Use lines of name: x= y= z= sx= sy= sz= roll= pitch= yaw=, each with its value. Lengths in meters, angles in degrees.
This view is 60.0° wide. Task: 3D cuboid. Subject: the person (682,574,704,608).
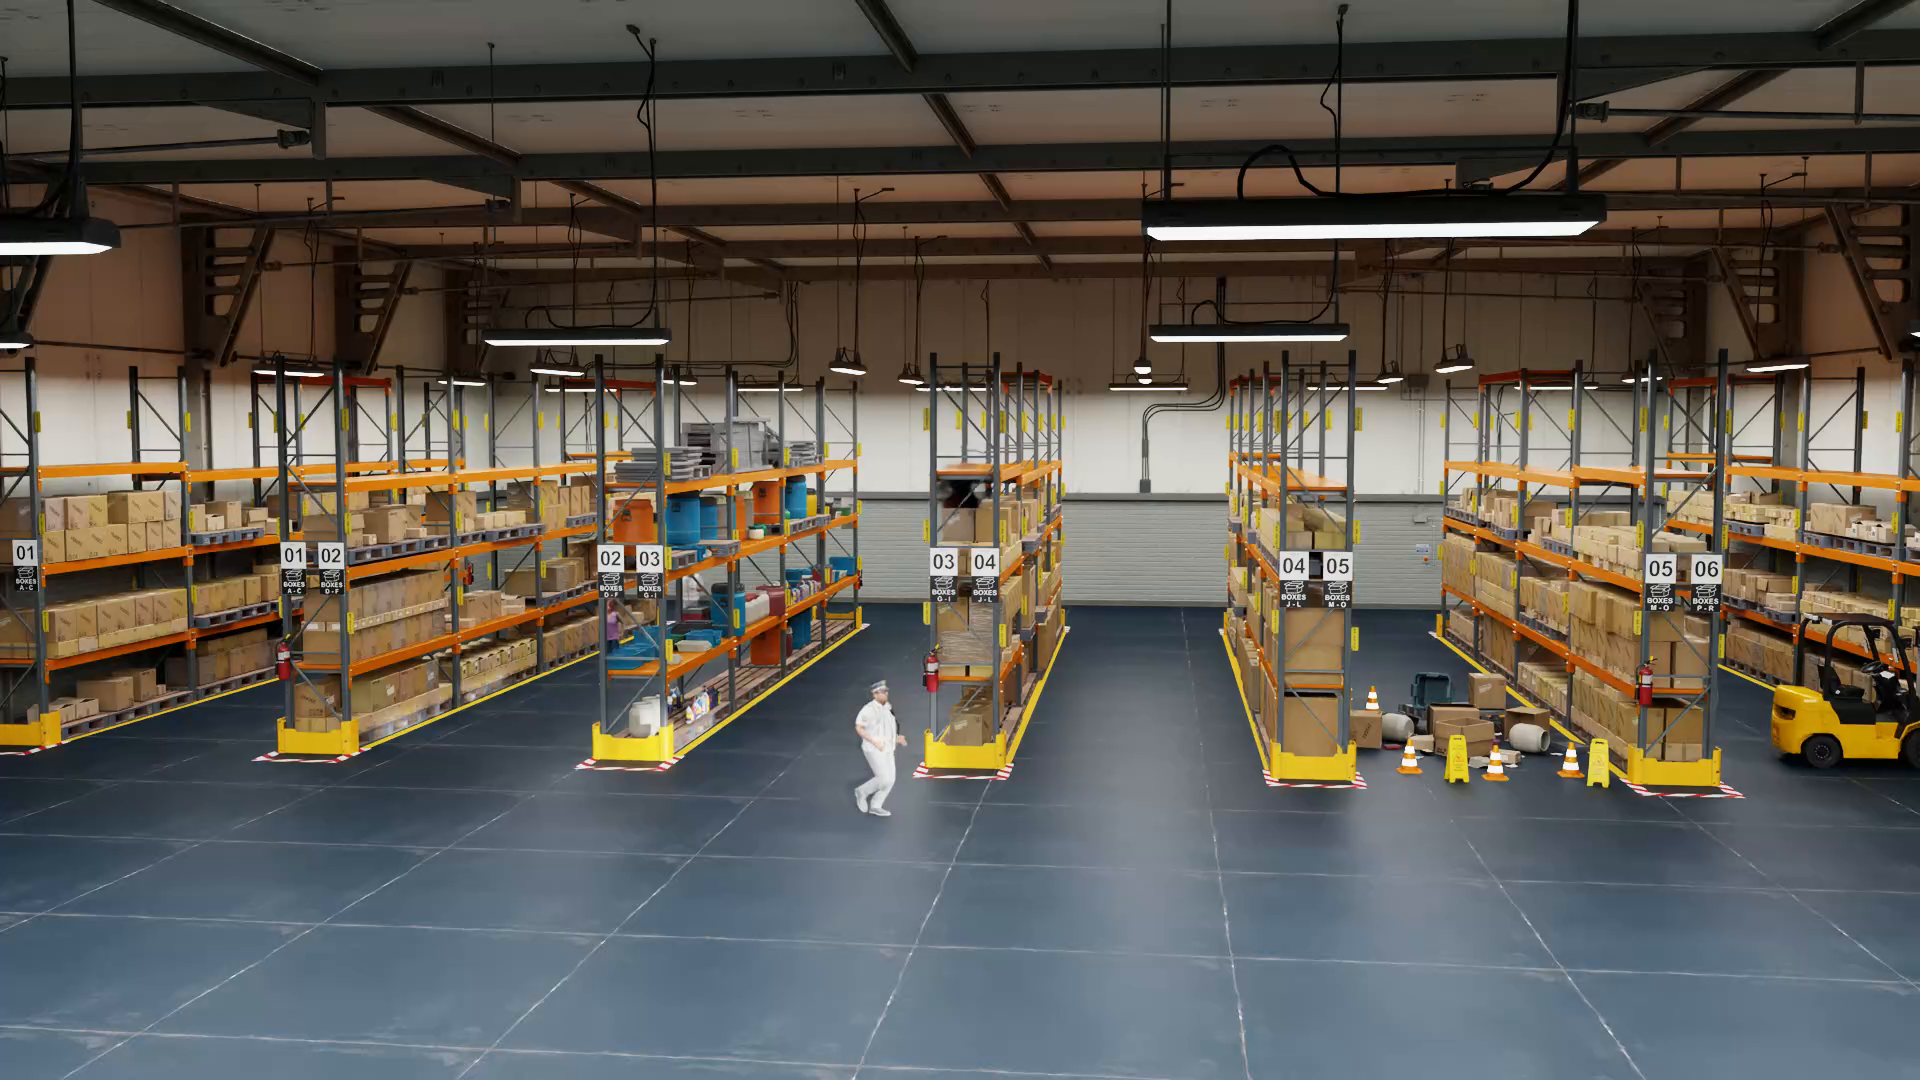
person: x=-6.160 y=1.390 z=37.992 sx=0.668 sy=1.782 sz=0.991 roll=0 pitch=4 yaw=1

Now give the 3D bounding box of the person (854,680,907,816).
person: x=-1.019 y=2.638 z=21.113 sx=0.596 sy=1.736 sz=0.641 roll=2 pitch=5 yaw=30

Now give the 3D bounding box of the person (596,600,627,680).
person: x=-6.759 y=1.942 z=32.158 sx=0.550 sy=1.560 sz=0.577 roll=0 pitch=4 yaw=2
